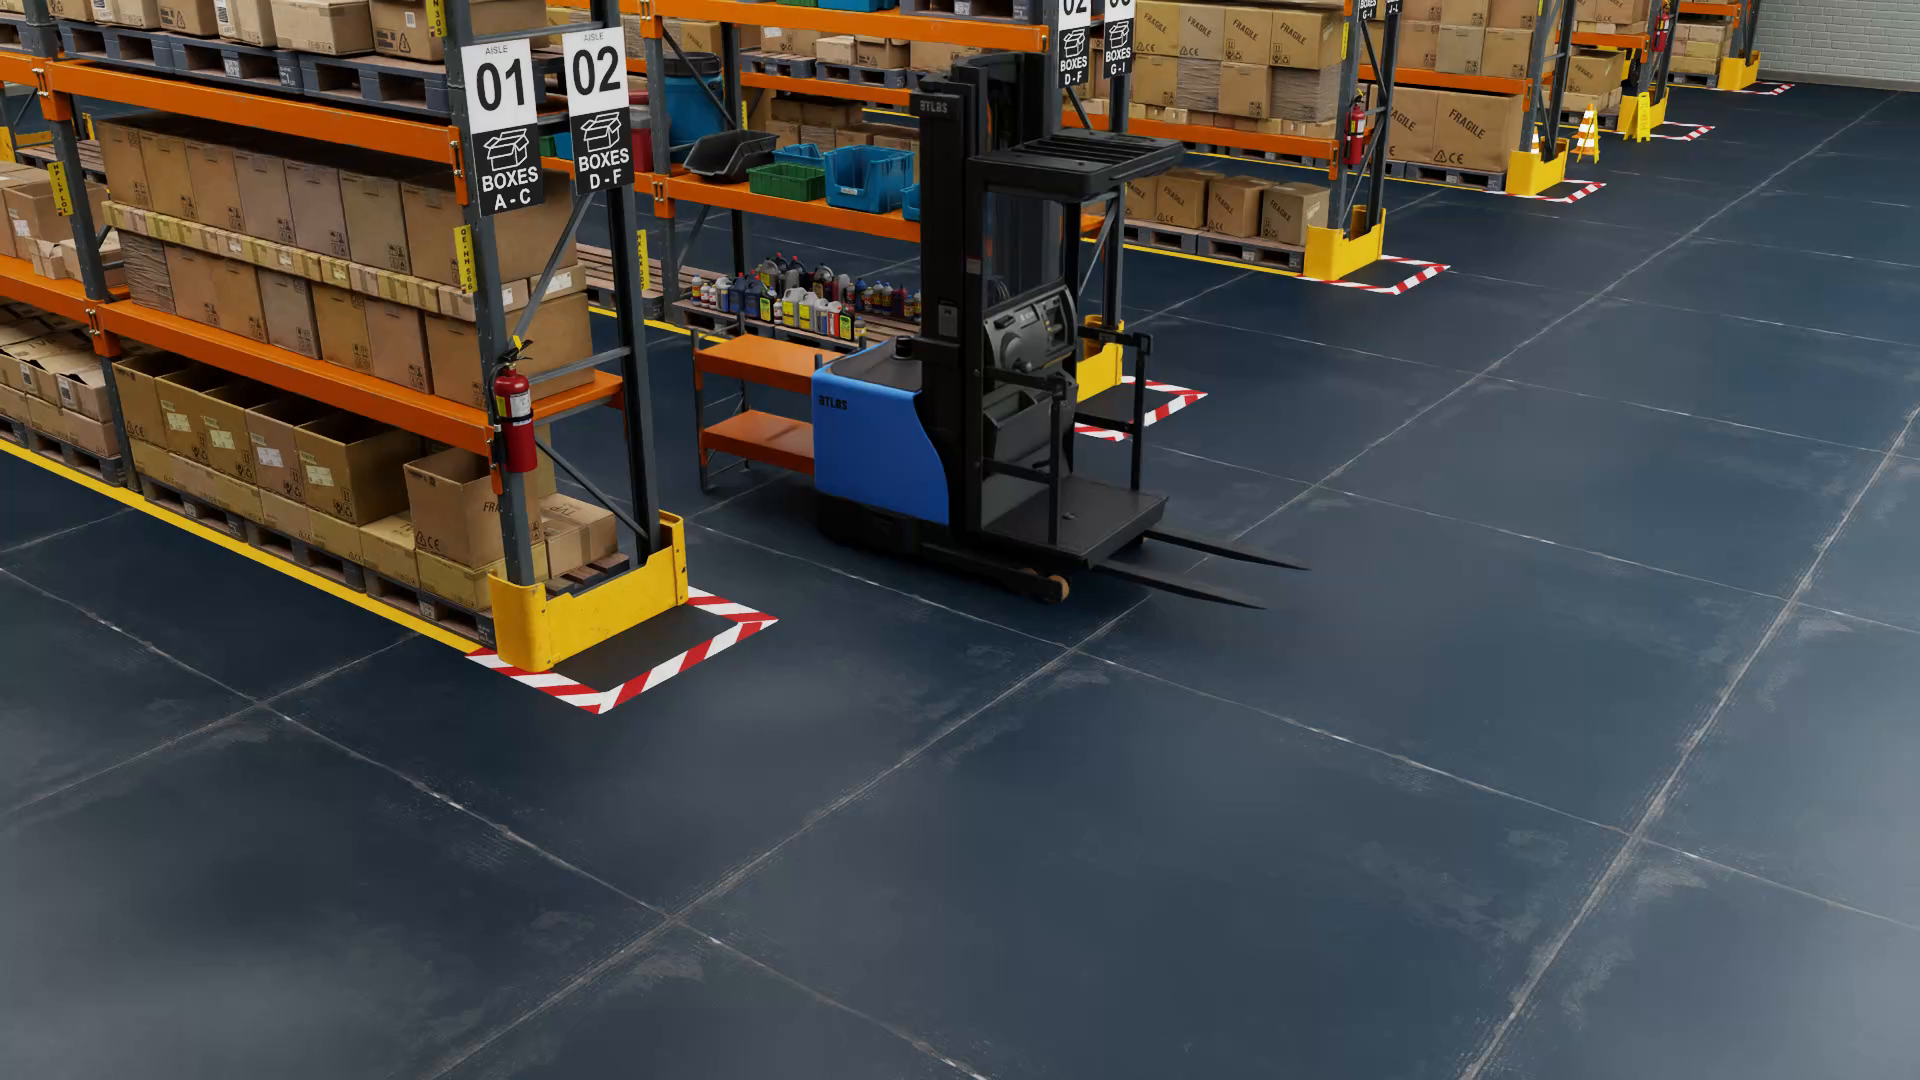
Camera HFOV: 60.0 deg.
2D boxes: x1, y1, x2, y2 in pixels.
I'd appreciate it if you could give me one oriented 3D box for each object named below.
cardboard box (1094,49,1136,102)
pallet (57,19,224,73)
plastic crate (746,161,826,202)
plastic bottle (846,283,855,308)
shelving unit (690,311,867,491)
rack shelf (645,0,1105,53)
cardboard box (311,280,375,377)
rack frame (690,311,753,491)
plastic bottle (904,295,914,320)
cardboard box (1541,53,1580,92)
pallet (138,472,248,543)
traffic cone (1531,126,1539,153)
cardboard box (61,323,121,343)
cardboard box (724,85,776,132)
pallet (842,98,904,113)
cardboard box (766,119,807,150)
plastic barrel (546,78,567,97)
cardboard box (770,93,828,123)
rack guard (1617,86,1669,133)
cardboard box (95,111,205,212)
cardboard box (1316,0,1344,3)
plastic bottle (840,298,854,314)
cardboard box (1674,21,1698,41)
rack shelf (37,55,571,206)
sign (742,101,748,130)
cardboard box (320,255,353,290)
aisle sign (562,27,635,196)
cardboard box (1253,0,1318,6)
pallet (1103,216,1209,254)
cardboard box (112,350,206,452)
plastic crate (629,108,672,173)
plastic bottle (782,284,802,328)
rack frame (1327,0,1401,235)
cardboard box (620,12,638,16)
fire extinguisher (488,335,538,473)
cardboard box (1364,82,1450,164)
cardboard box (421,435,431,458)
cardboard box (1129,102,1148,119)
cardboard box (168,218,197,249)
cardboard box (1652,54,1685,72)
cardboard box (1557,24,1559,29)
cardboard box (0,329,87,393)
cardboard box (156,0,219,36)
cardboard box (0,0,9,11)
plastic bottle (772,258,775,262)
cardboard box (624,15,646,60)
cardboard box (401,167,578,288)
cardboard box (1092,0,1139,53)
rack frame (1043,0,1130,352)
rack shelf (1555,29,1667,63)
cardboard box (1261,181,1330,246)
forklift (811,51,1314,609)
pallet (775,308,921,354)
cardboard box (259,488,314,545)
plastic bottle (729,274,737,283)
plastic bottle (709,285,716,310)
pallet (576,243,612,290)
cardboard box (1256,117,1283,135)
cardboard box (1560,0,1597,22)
[{"bbox_3d":[1.850,-4.888,17.309,0.500,0.500,0.875,17,29,33],"label":"cardboard box"},{"bbox_3d":[-4.559,-2.994,9.894,1.213,0.211,1.003,17,29,33],"label":"pallet"},{"bbox_3d":[-1.366,-2.941,13.646,0.662,0.188,0.450,17,29,33],"label":"plastic crate"},{"bbox_3d":[-0.944,-2.130,14.469,0.097,0.201,0.097,0,24,0],"label":"plastic bottle"},{"bbox_3d":[-1.170,-0.818,10.890,1.048,1.125,0.538,15,28,30],"label":"shelving unit"},{"bbox_3d":[-0.683,-4.017,12.998,4.000,0.370,1.077,17,29,33],"label":"rack shelf"},{"bbox_3d":[-3.239,-1.303,9.542,0.500,0.500,0.700,17,29,34],"label":"cardboard box"},{"bbox_3d":[-1.594,-0.931,11.147,0.032,1.125,0.500,15,28,30],"label":"rack frame"},{"bbox_3d":[-0.429,-1.975,14.116,0.097,0.201,0.097,0,24,0],"label":"plastic bottle"},{"bbox_3d":[8.615,-6.797,24.095,0.500,0.500,0.500,18,30,35],"label":"cardboard box"},{"bbox_3d":[-4.646,-0.378,11.025,1.213,0.211,1.003,17,29,33],"label":"pallet"},{"bbox_3d":[7.371,-5.089,21.406,0.334,0.463,0.336,17,29,33],"label":"traffic cone"},{"bbox_3d":[-6.250,-1.478,12.258,0.500,0.311,0.500,16,28,32],"label":"cardboard box"},{"bbox_3d":[-3.053,-5.416,21.115,0.875,0.875,1.225,15,28,31],"label":"cardboard box"},{"bbox_3d":[-1.054,-6.807,25.616,1.213,0.211,1.003,17,29,33],"label":"pallet"},{"bbox_3d":[-1.965,-4.924,20.440,0.500,0.500,0.700,15,28,31],"label":"cardboard box"},{"bbox_3d":[-3.850,-4.104,15.854,0.433,0.535,0.433,0,24,0],"label":"plastic barrel"},{"bbox_3d":[-1.959,-5.271,20.296,0.500,0.250,0.500,18,30,35],"label":"cardboard box"},{"bbox_3d":[9.771,-6.160,23.789,0.348,0.500,1.175,17,29,33],"label":"rack guard"},{"bbox_3d":[-4.898,-2.394,10.409,0.500,0.500,0.700,17,29,34],"label":"cardboard box"},{"bbox_3d":[4.877,-6.823,20.669,0.550,0.550,0.875,17,29,33],"label":"cardboard box"},{"bbox_3d":[-0.937,-1.855,13.743,0.133,0.283,0.061,17,29,33],"label":"plastic bottle"},{"bbox_3d":[11.838,-8.411,27.449,0.500,0.250,0.500,17,29,34],"label":"cardboard box"},{"bbox_3d":[-3.656,-2.420,9.373,4.000,0.370,1.077,17,29,33],"label":"rack shelf"},{"bbox_3d":[-1.944,-3.759,14.896,0.005,0.325,0.100,17,29,33],"label":"sign"},{"bbox_3d":[-3.301,-1.516,9.220,0.250,0.149,0.380,18,29,35],"label":"cardboard box"},{"bbox_3d":[-1.820,-2.165,8.399,0.004,0.787,0.394,17,29,33],"label":"aisle sign"},{"bbox_3d":[3.216,-5.072,16.486,0.500,0.500,0.500,17,29,33],"label":"cardboard box"},{"bbox_3d":[2.227,-3.333,17.732,1.213,0.211,1.003,17,29,33],"label":"pallet"},{"bbox_3d":[-5.073,-0.924,10.765,0.500,0.500,0.500,17,29,33],"label":"cardboard box"},{"bbox_3d":[-2.854,-3.505,14.584,0.583,0.464,0.402,17,29,33],"label":"plastic crate"},{"bbox_3d":[-1.395,-1.969,13.917,0.185,0.351,0.144,17,29,33],"label":"plastic bottle"},{"bbox_3d":[3.888,-4.088,15.987,0.127,3.000,1.000,17,29,33],"label":"rack frame"},{"bbox_3d":[-4.149,-7.028,21.291,0.637,0.503,0.797,18,29,35],"label":"cardboard box"},{"bbox_3d":[-2.240,-0.679,8.345,0.183,0.674,0.296,17,29,33],"label":"fire extinguisher"},{"bbox_3d":[5.656,-5.238,20.712,0.875,0.875,0.875,16,29,32],"label":"cardboard box"},{"bbox_3d":[-3.161,-0.608,10.049,0.500,0.500,0.500,17,29,33],"label":"cardboard box"},{"bbox_3d":[1.887,-4.433,17.081,0.250,0.149,0.380,17,29,33],"label":"cardboard box"},{"bbox_3d":[-4.539,-1.890,10.069,0.250,0.149,0.380,17,29,33],"label":"cardboard box"},{"bbox_3d":[11.848,-7.957,27.656,0.500,0.250,0.500,17,29,33],"label":"cardboard box"},{"bbox_3d":[8.598,-7.446,23.920,0.250,0.149,0.380,17,29,34],"label":"cardboard box"},{"bbox_3d":[-6.571,-1.301,11.856,0.500,0.311,0.500,17,29,33],"label":"cardboard box"},{"bbox_3d":[-4.015,-3.097,9.195,0.637,0.503,0.797,21,31,39],"label":"cardboard box"},{"bbox_3d":[-6.185,-3.640,10.915,0.500,0.250,0.500,14,27,28],"label":"cardboard box"},{"bbox_3d":[-1.700,-2.406,14.992,0.133,0.283,0.061,19,30,36],"label":"plastic bottle"},{"bbox_3d":[-3.870,-6.355,21.007,0.500,0.500,0.500,16,28,32],"label":"cardboard box"},{"bbox_3d":[-2.464,-1.662,8.748,0.500,0.500,0.700,17,29,33],"label":"cardboard box"},{"bbox_3d":[1.696,-5.262,16.919,0.500,0.500,0.500,17,29,33],"label":"cardboard box"},{"bbox_3d":[0.918,-2.490,12.360,0.127,3.000,1.000,17,29,33],"label":"rack frame"},{"bbox_3d":[8.231,-7.440,24.486,4.000,0.370,1.077,17,29,33],"label":"rack shelf"},{"bbox_3d":[3.399,-3.293,16.761,0.500,0.500,0.500,-20,31,-38],"label":"cardboard box"},{"bbox_3d":[0.587,-1.214,9.550,3.031,2.935,1.130,15,28,30],"label":"forklift"},{"bbox_3d":[-0.790,-1.710,14.049,1.213,0.211,1.003,17,29,33],"label":"pallet"},{"bbox_3d":[-3.870,-0.220,10.097,0.500,0.250,0.500,17,29,33],"label":"cardboard box"},{"bbox_3d":[-1.952,-2.162,14.439,0.133,0.283,0.061,17,29,33],"label":"plastic bottle"},{"bbox_3d":[-2.128,-2.110,14.423,0.097,0.201,0.097,0,24,0],"label":"plastic bottle"},{"bbox_3d":[-3.915,-2.653,16.189,1.213,0.211,1.003,17,29,33],"label":"pallet"},{"bbox_3d":[3.106,-4.080,16.280,0.250,0.149,0.380,17,29,33],"label":"cardboard box"},{"bbox_3d":[8.834,-7.632,23.538,0.500,0.500,0.500,17,29,33],"label":"cardboard box"}]
